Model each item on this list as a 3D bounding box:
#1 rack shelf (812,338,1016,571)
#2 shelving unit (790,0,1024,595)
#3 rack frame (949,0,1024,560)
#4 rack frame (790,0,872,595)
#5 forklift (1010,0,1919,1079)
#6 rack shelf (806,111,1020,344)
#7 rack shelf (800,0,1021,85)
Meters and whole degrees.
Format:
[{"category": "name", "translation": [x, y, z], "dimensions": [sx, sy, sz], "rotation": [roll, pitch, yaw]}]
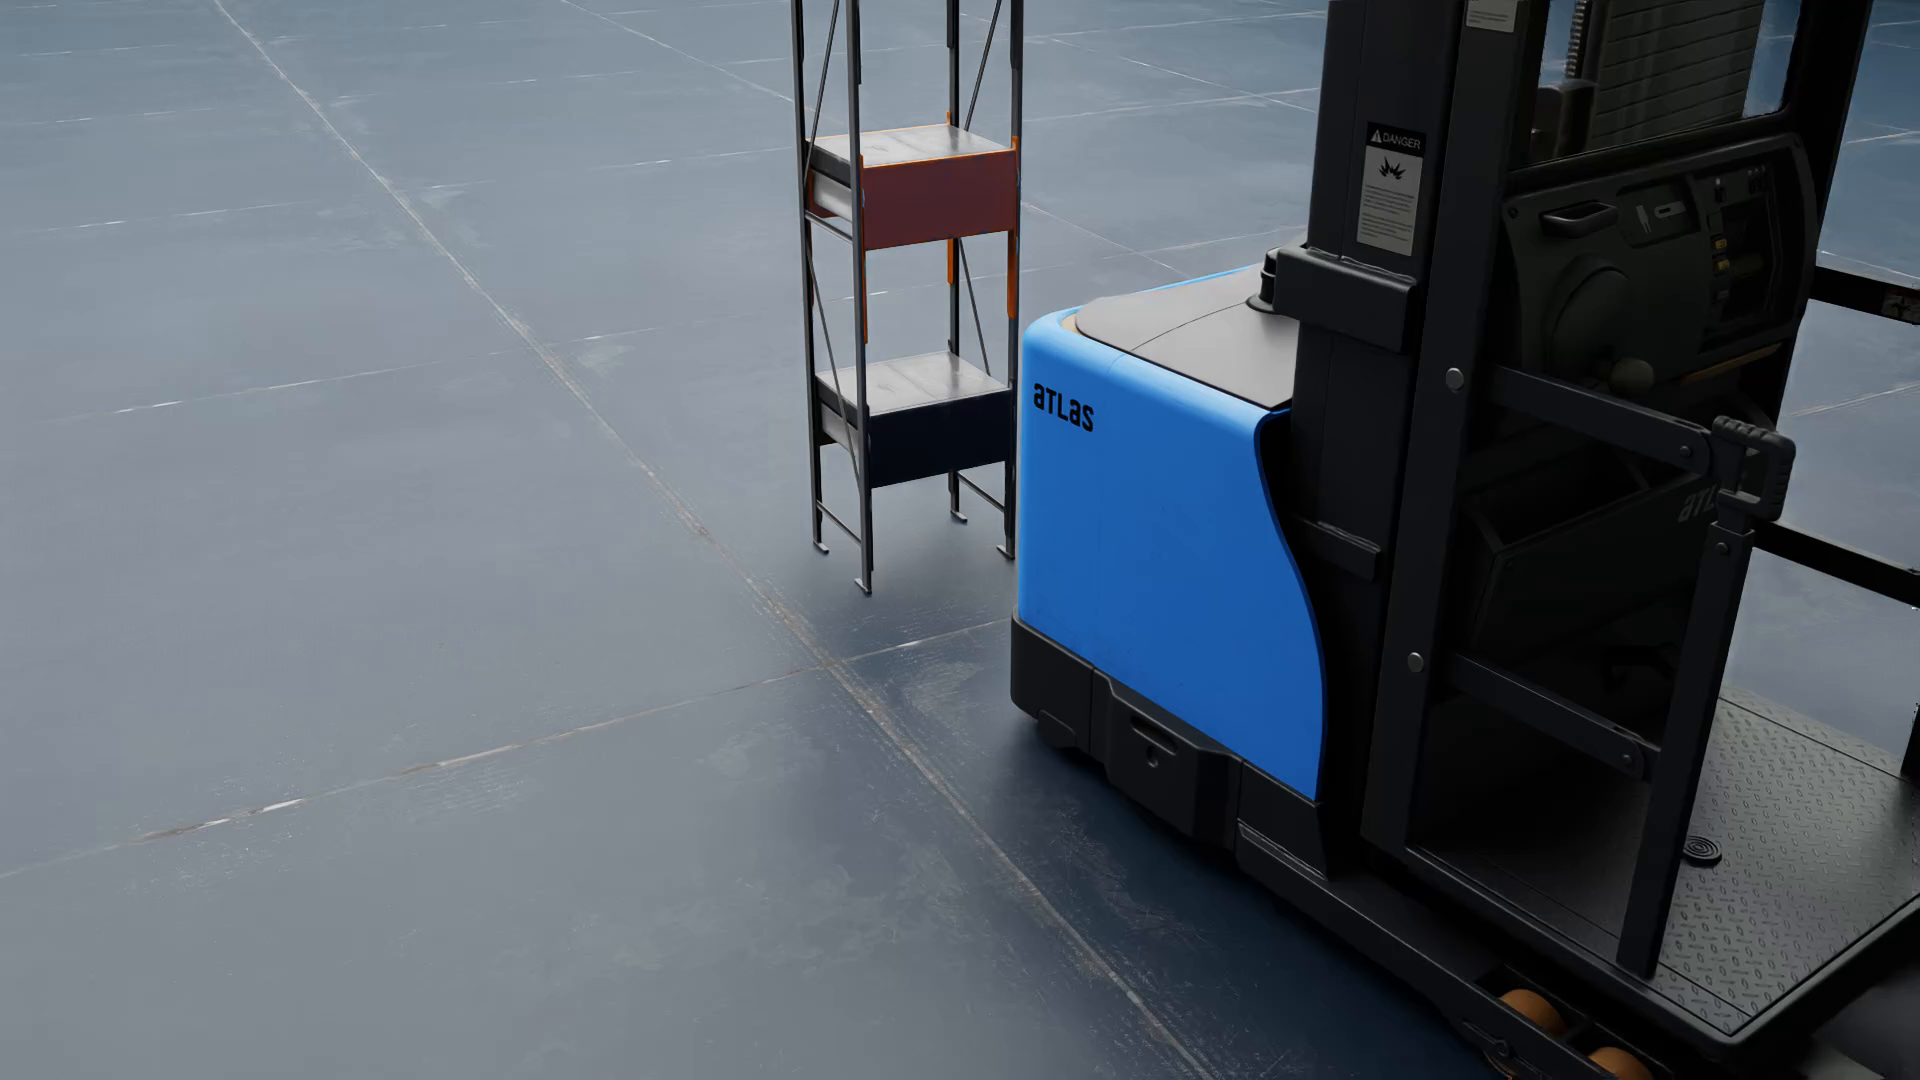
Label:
[{"category": "rack shelf", "translation": [-0.146, -0.270, 5.034], "dimensions": [0.480, 0.518, 0.431], "rotation": [-13, 29, -25]}, {"category": "shelving unit", "translation": [-0.146, -0.913, 4.725], "dimensions": [0.503, 2.100, 0.431], "rotation": [-13, 29, -25]}, {"category": "rack frame", "translation": [0.069, -0.963, 4.829], "dimensions": [0.015, 2.100, 0.400], "rotation": [-13, 29, -25]}, {"category": "rack frame", "translation": [-0.361, -0.863, 4.622], "dimensions": [0.015, 2.100, 0.400], "rotation": [-13, 29, -25]}, {"category": "forklift", "translation": [1.408, -0.477, 2.857], "dimensions": [1.130, 2.935, 3.031], "rotation": [-18, 31, -32]}, {"category": "rack shelf", "translation": [-0.146, -0.901, 4.731], "dimensions": [0.480, 0.518, 0.431], "rotation": [-13, 29, -25]}, {"category": "rack shelf", "translation": [-0.146, -1.532, 4.428], "dimensions": [0.480, 0.518, 0.431], "rotation": [-13, 29, -25]}]
